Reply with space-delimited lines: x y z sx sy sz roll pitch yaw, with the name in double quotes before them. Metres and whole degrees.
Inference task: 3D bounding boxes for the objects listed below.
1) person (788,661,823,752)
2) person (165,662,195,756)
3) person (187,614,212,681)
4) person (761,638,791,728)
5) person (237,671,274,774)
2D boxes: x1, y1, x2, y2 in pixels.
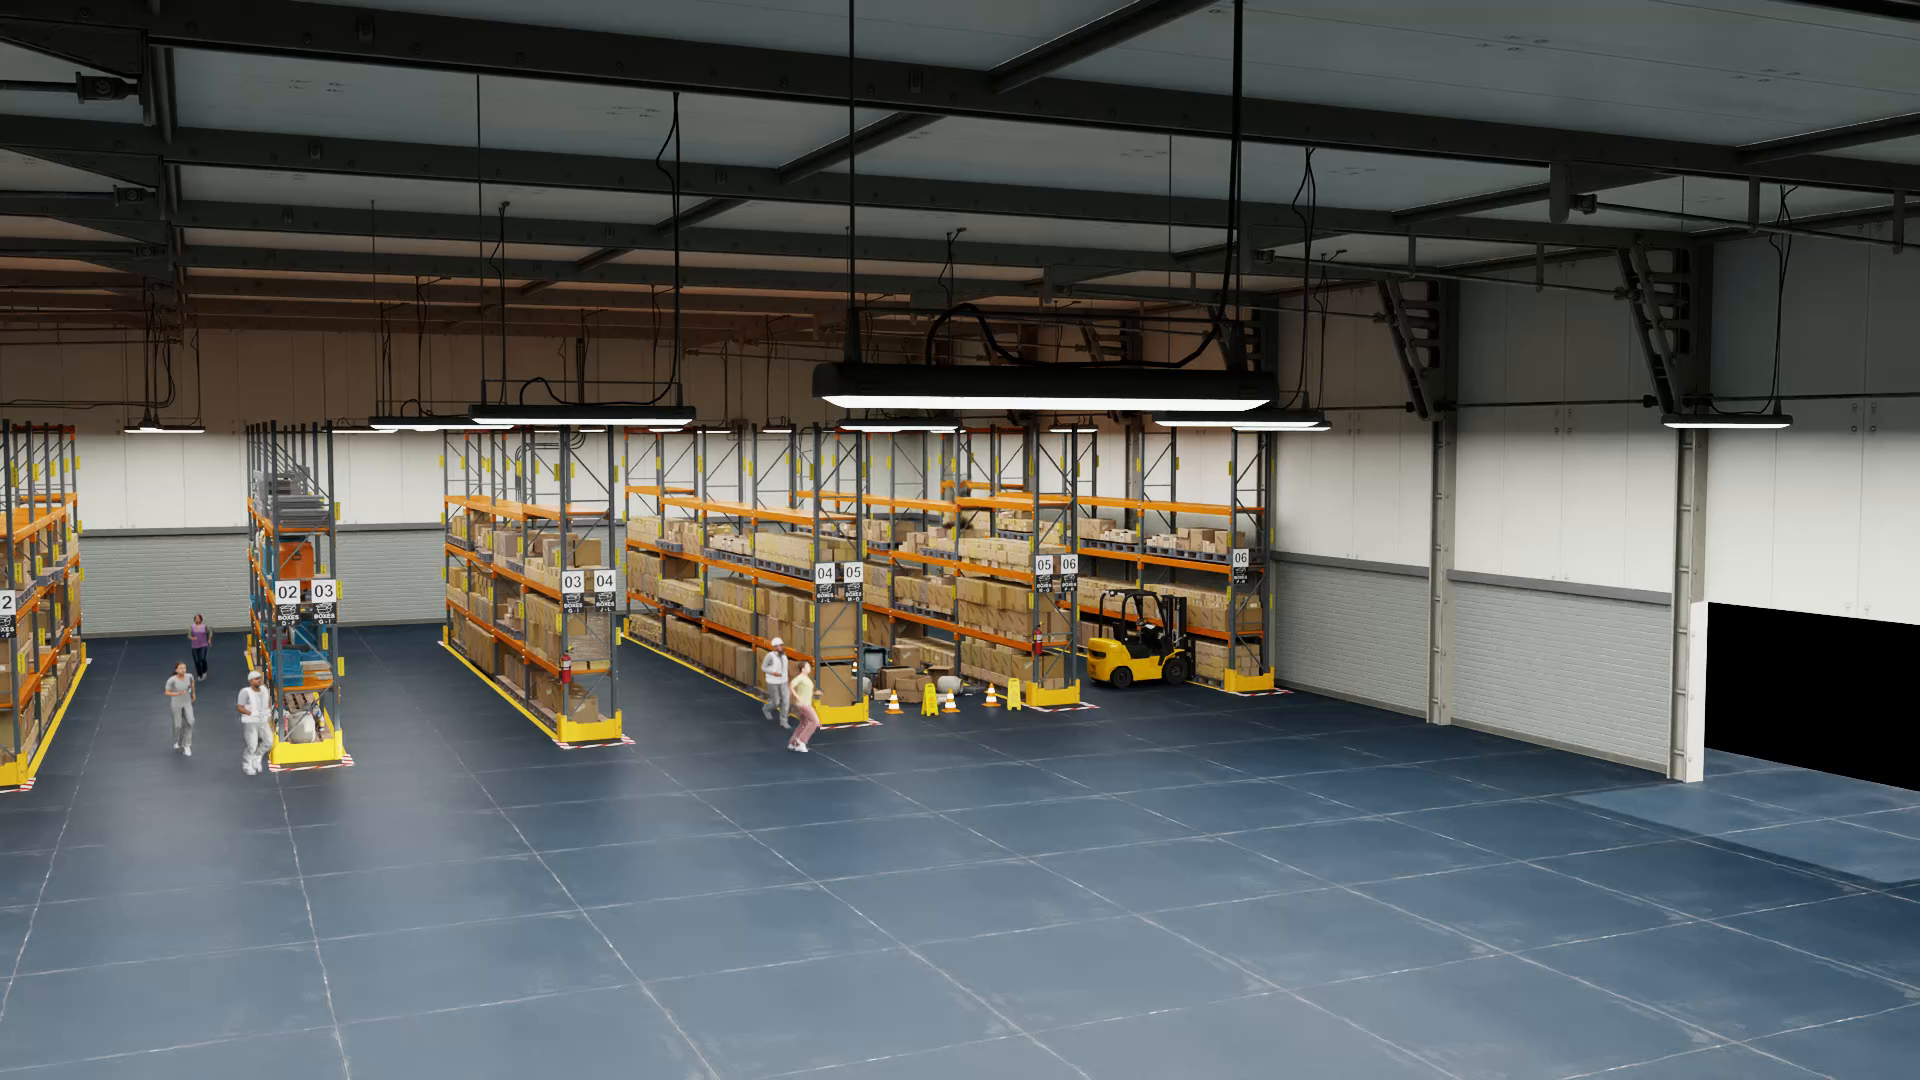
"person" -2.808 3.009 30.134 0.638 1.655 0.554 0 4 7
"person" -14.059 3.020 29.984 0.585 1.700 0.836 -3 5 -44
"person" -17.698 2.500 38.706 0.510 1.570 0.636 -1 4 -17
"person" -3.633 2.810 32.821 0.676 1.780 0.815 -3 5 -41
"person" -11.873 3.085 28.157 0.625 1.753 0.719 2 4 31
